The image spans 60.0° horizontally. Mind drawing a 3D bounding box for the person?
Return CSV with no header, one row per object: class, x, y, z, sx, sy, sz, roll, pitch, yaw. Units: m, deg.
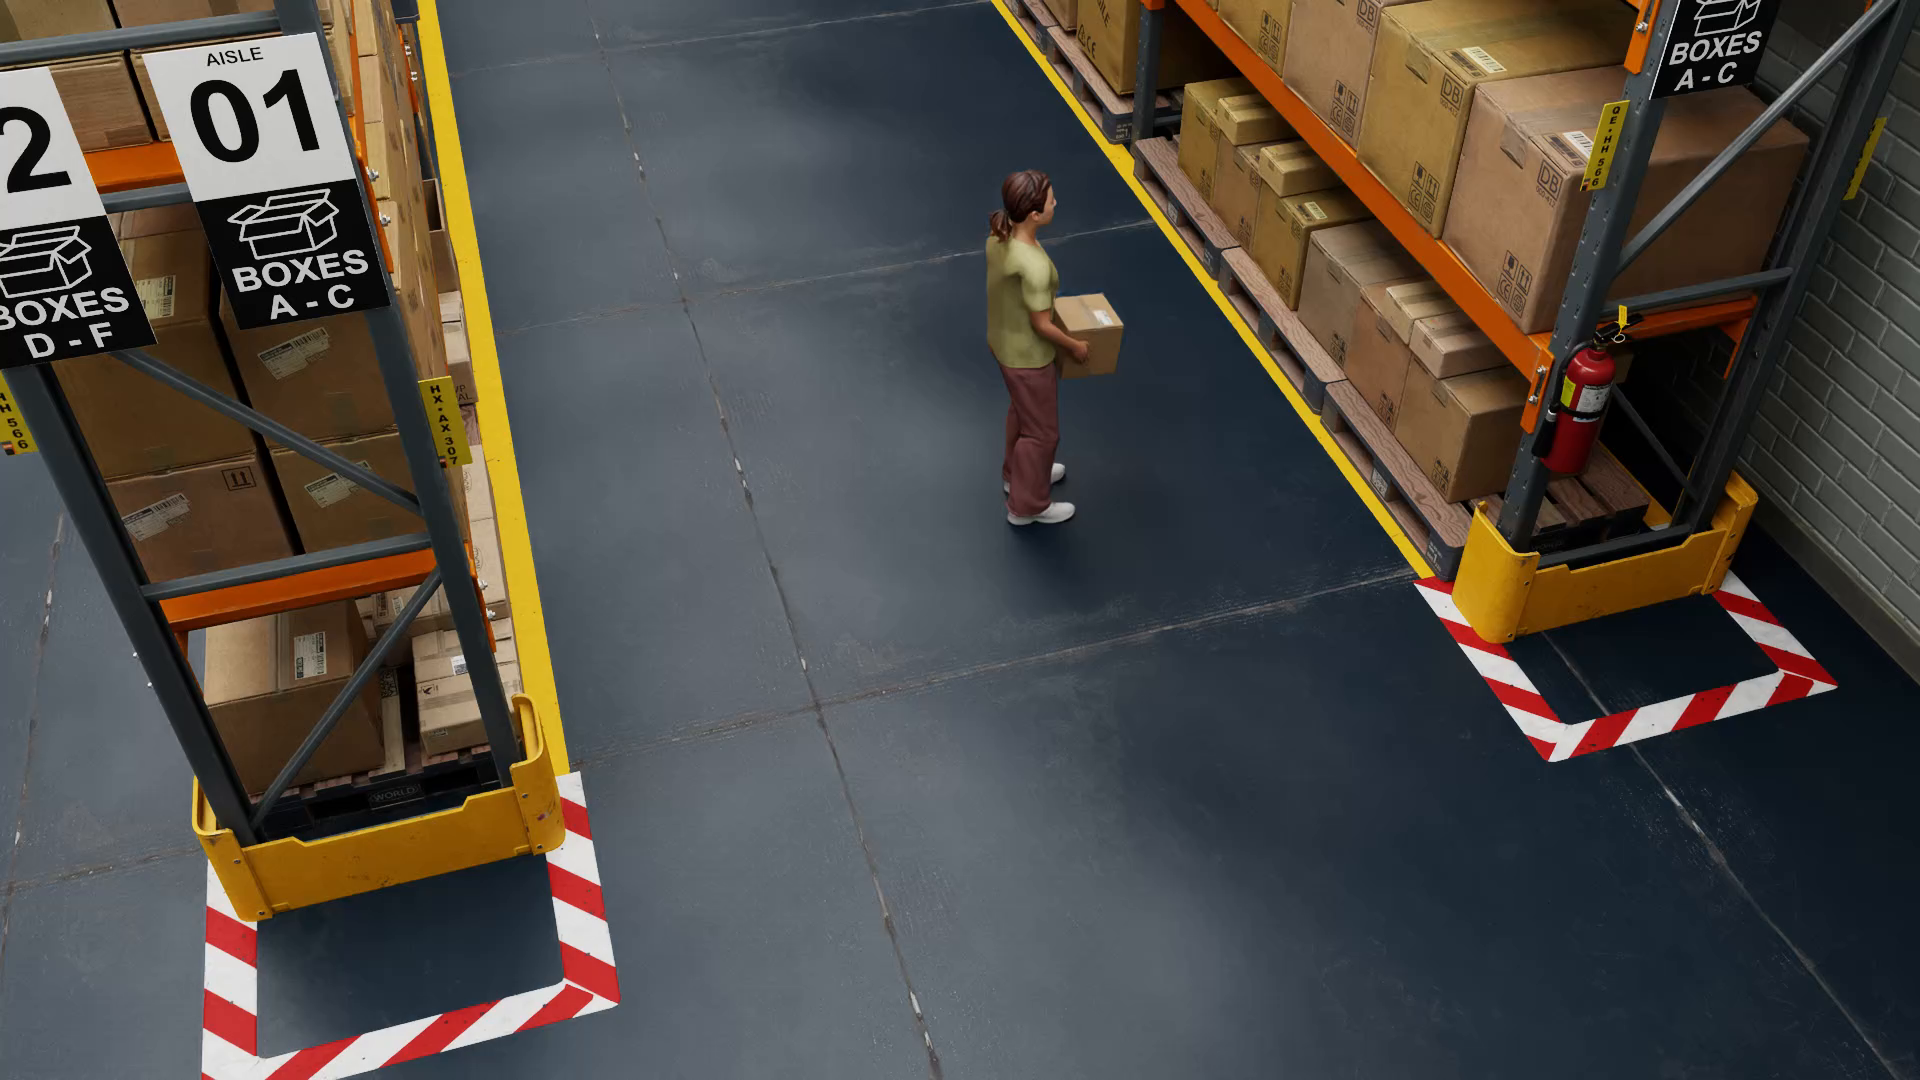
person,0.309,-0.817,7.055,0.435,1.675,0.468,-13,44,-13
